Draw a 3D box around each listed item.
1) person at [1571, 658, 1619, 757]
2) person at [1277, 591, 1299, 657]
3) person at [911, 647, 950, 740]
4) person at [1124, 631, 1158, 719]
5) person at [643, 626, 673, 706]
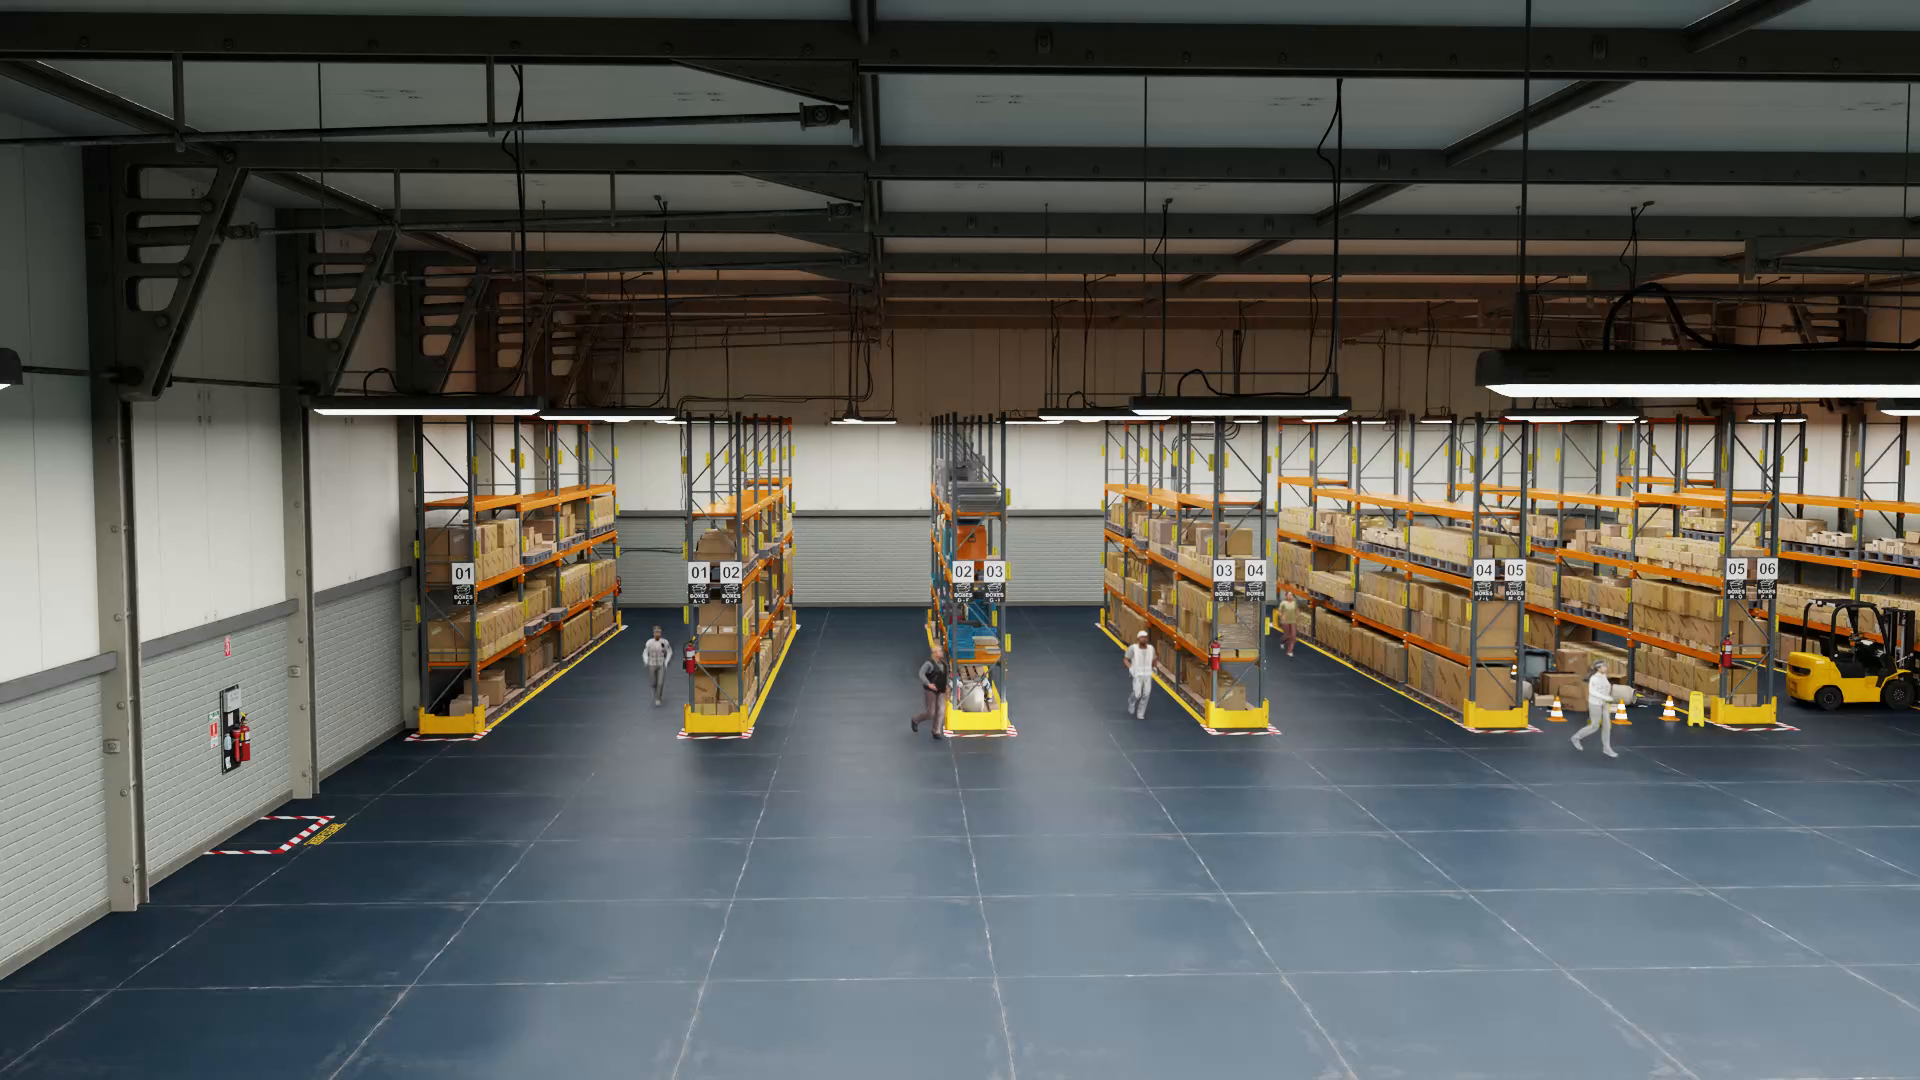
[{"bbox_3d":[11.124,2.903,29.061,0.815,1.712,0.637,4,5,44],"label":"person"},{"bbox_3d":[8.229,2.078,41.604,0.578,1.634,0.763,-1,4,-8],"label":"person"},{"bbox_3d":[-0.437,2.803,30.643,0.713,1.669,0.822,-4,5,-42],"label":"person"},{"bbox_3d":[3.556,2.639,32.579,0.663,1.732,0.584,-1,4,-12],"label":"person"},{"bbox_3d":[-6.238,2.574,34.347,0.603,1.643,0.593,-1,4,-8],"label":"person"}]
